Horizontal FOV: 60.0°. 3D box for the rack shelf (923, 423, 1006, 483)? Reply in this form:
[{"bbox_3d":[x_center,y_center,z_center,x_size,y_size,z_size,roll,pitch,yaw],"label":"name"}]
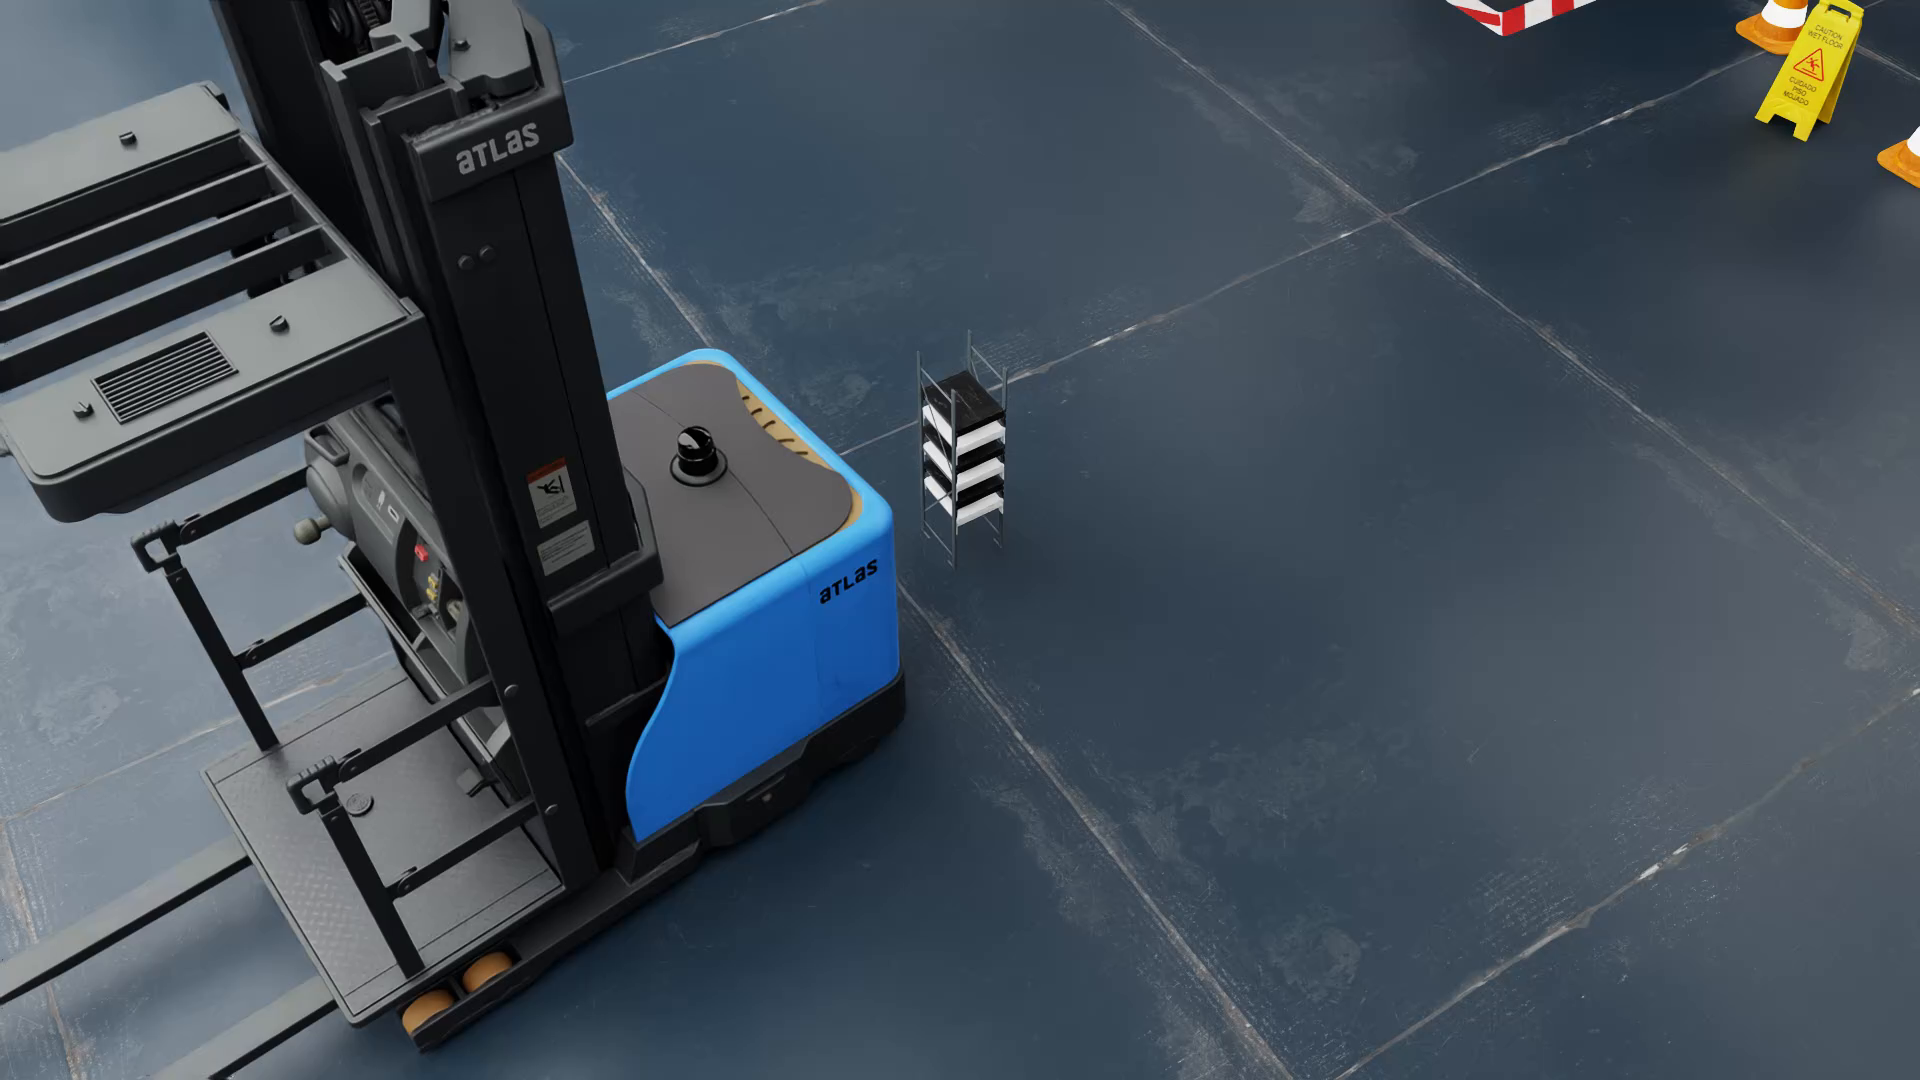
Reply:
[{"bbox_3d":[0.007,-0.340,5.874,0.200,0.077,0.258,-25,53,-21],"label":"rack shelf"}]

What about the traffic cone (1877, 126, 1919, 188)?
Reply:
[{"bbox_3d":[4.524,-1.914,7.644,0.334,0.463,0.336,-25,53,-21],"label":"traffic cone"}]

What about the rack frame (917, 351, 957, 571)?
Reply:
[{"bbox_3d":[-0.079,-0.262,5.881,0.006,0.900,0.240,-25,53,-21],"label":"rack frame"}]

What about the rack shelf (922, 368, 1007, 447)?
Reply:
[{"bbox_3d":[0.007,-0.460,5.740,0.200,0.077,0.258,-25,53,-21],"label":"rack shelf"}]

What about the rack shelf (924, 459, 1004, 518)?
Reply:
[{"bbox_3d":[0.007,-0.220,6.009,0.200,0.077,0.258,-25,53,-21],"label":"rack shelf"}]

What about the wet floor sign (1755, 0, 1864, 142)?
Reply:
[{"bbox_3d":[4.034,-2.247,7.819,0.232,0.644,0.267,-34,57,-27],"label":"wet floor sign"}]

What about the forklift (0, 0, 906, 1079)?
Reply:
[{"bbox_3d":[-1.647,0.064,4.230,3.031,2.935,1.130,-31,55,-25],"label":"forklift"}]

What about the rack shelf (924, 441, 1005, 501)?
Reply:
[{"bbox_3d":[0.007,-0.280,5.942,0.200,0.077,0.258,-25,53,-21],"label":"rack shelf"}]

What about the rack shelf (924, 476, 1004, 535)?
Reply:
[{"bbox_3d":[0.007,-0.161,6.076,0.200,0.077,0.258,-25,53,-21],"label":"rack shelf"}]

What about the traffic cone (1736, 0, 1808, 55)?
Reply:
[{"bbox_3d":[4.209,-2.763,8.400,0.334,0.463,0.336,-25,53,-21],"label":"traffic cone"}]

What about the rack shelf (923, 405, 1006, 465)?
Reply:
[{"bbox_3d":[0.007,-0.400,5.807,0.200,0.077,0.258,-25,53,-21],"label":"rack shelf"}]

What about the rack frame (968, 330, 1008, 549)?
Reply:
[{"bbox_3d":[0.093,-0.343,5.953,0.006,0.900,0.240,-25,53,-21],"label":"rack frame"}]

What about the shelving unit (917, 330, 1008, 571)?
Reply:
[{"bbox_3d":[0.007,-0.302,5.917,0.210,0.900,0.258,-25,53,-21],"label":"shelving unit"}]
